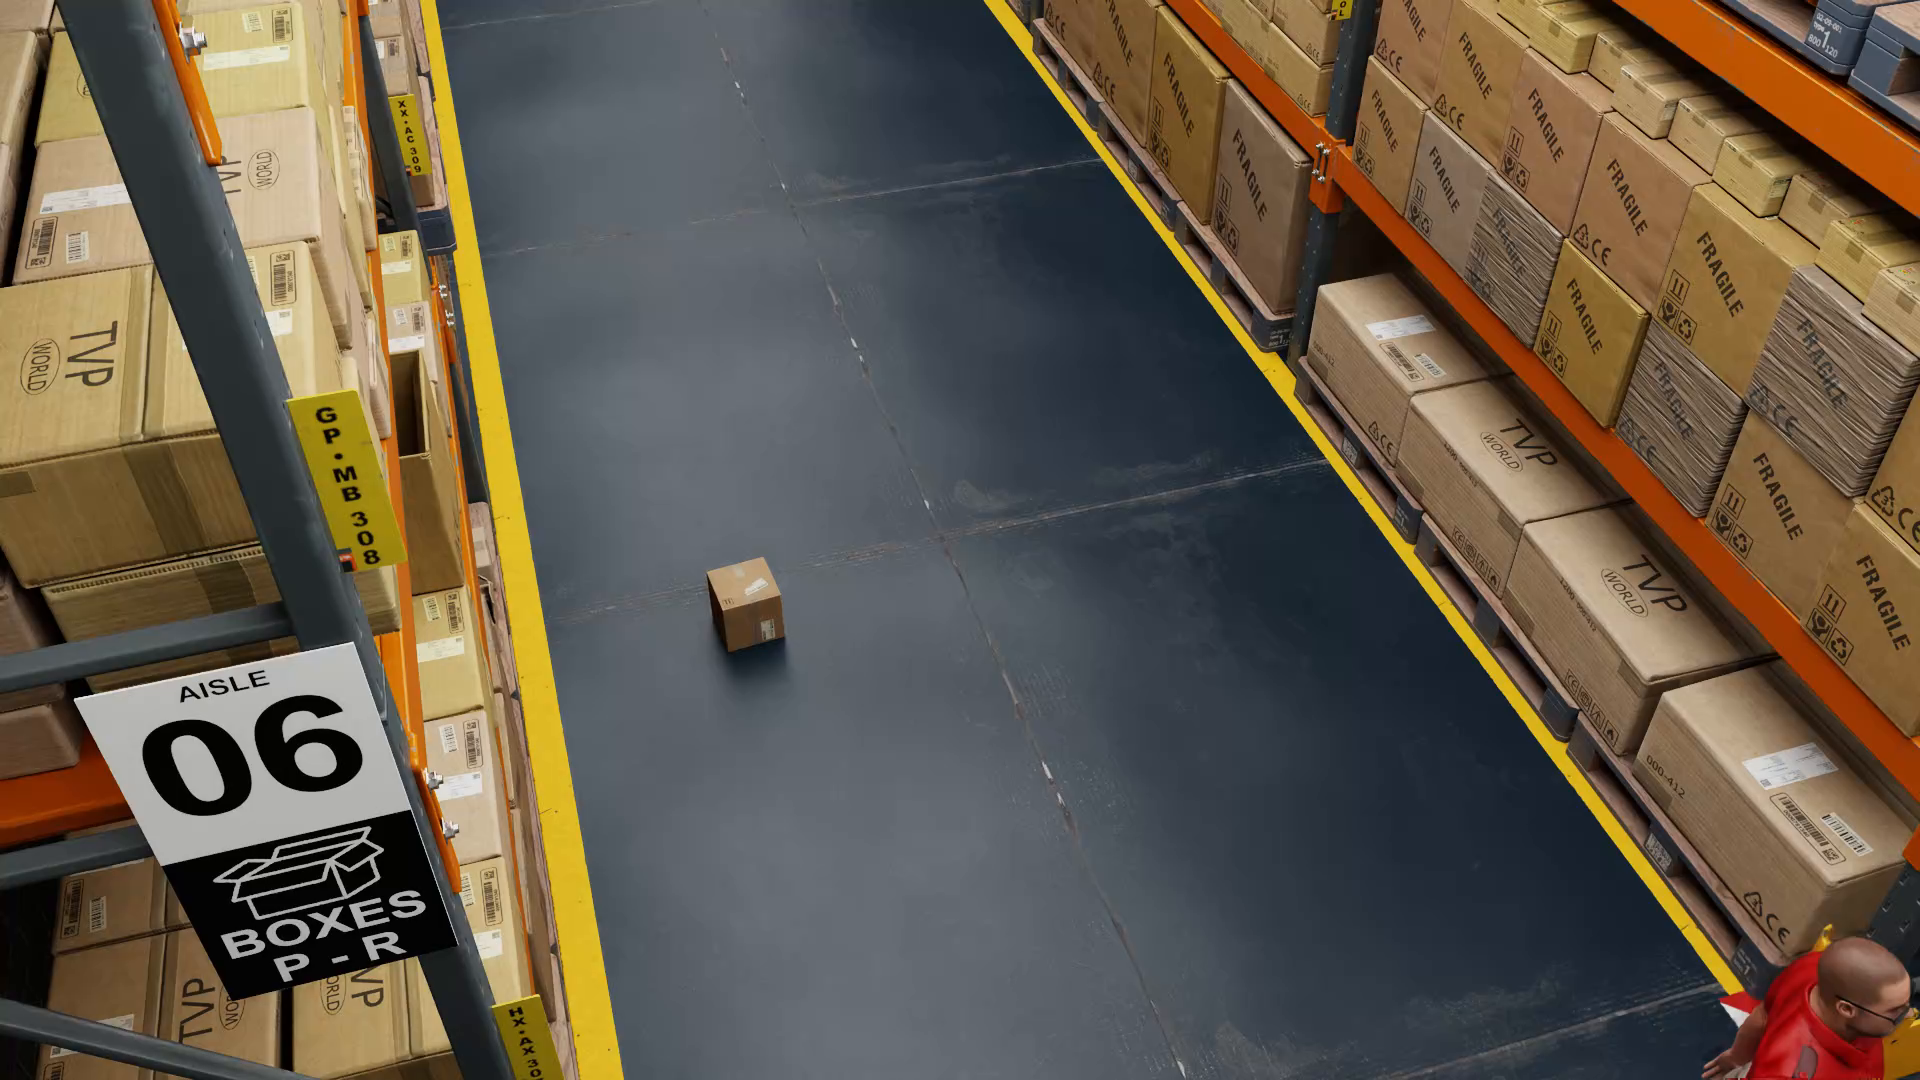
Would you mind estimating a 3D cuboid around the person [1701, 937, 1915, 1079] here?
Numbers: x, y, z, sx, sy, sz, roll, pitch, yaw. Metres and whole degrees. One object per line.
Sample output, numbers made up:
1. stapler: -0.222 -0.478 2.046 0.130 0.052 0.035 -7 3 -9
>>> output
1. person: 2.190 1.642 4.333 0.945 1.694 0.546 29 49 28
